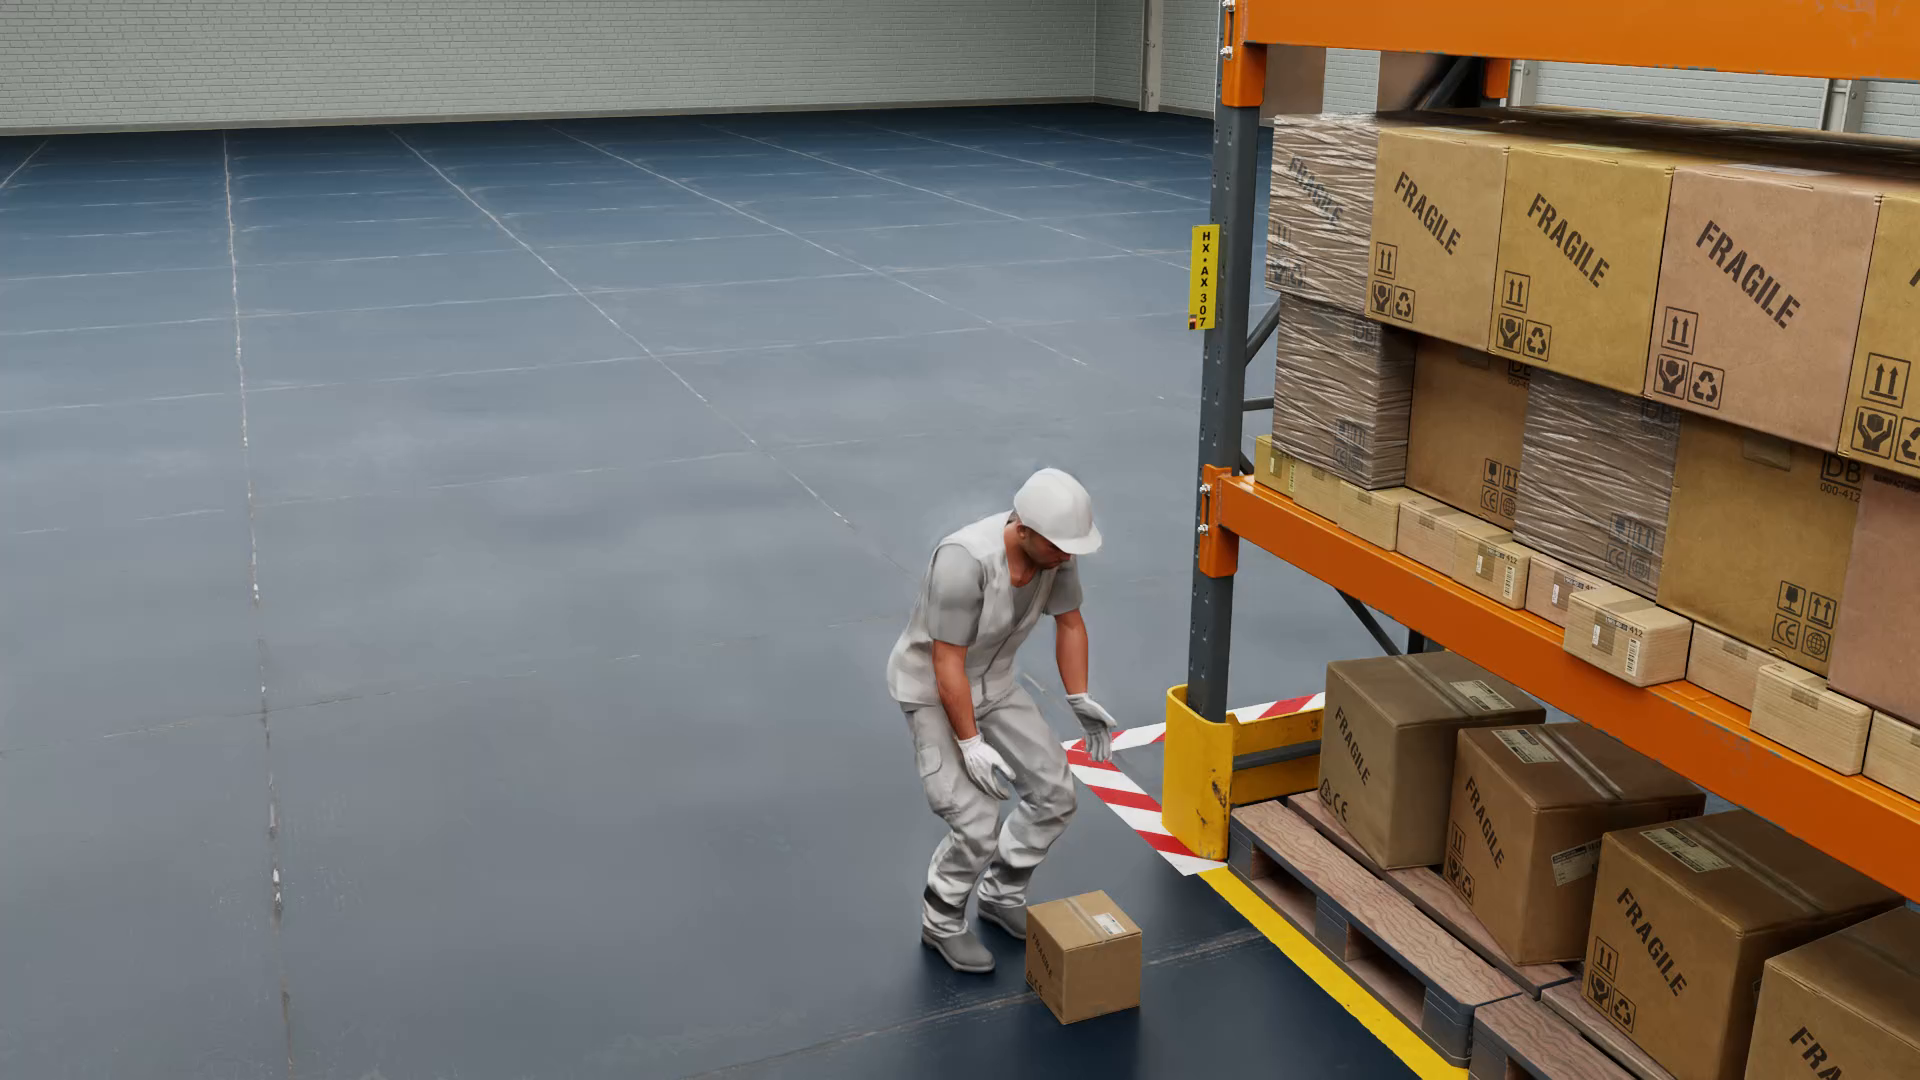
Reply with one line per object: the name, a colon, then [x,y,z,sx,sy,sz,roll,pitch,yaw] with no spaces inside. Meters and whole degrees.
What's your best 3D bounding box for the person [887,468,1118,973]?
person: [0.124,0.499,4.915,0.577,1.554,0.669,-16,24,-39]
